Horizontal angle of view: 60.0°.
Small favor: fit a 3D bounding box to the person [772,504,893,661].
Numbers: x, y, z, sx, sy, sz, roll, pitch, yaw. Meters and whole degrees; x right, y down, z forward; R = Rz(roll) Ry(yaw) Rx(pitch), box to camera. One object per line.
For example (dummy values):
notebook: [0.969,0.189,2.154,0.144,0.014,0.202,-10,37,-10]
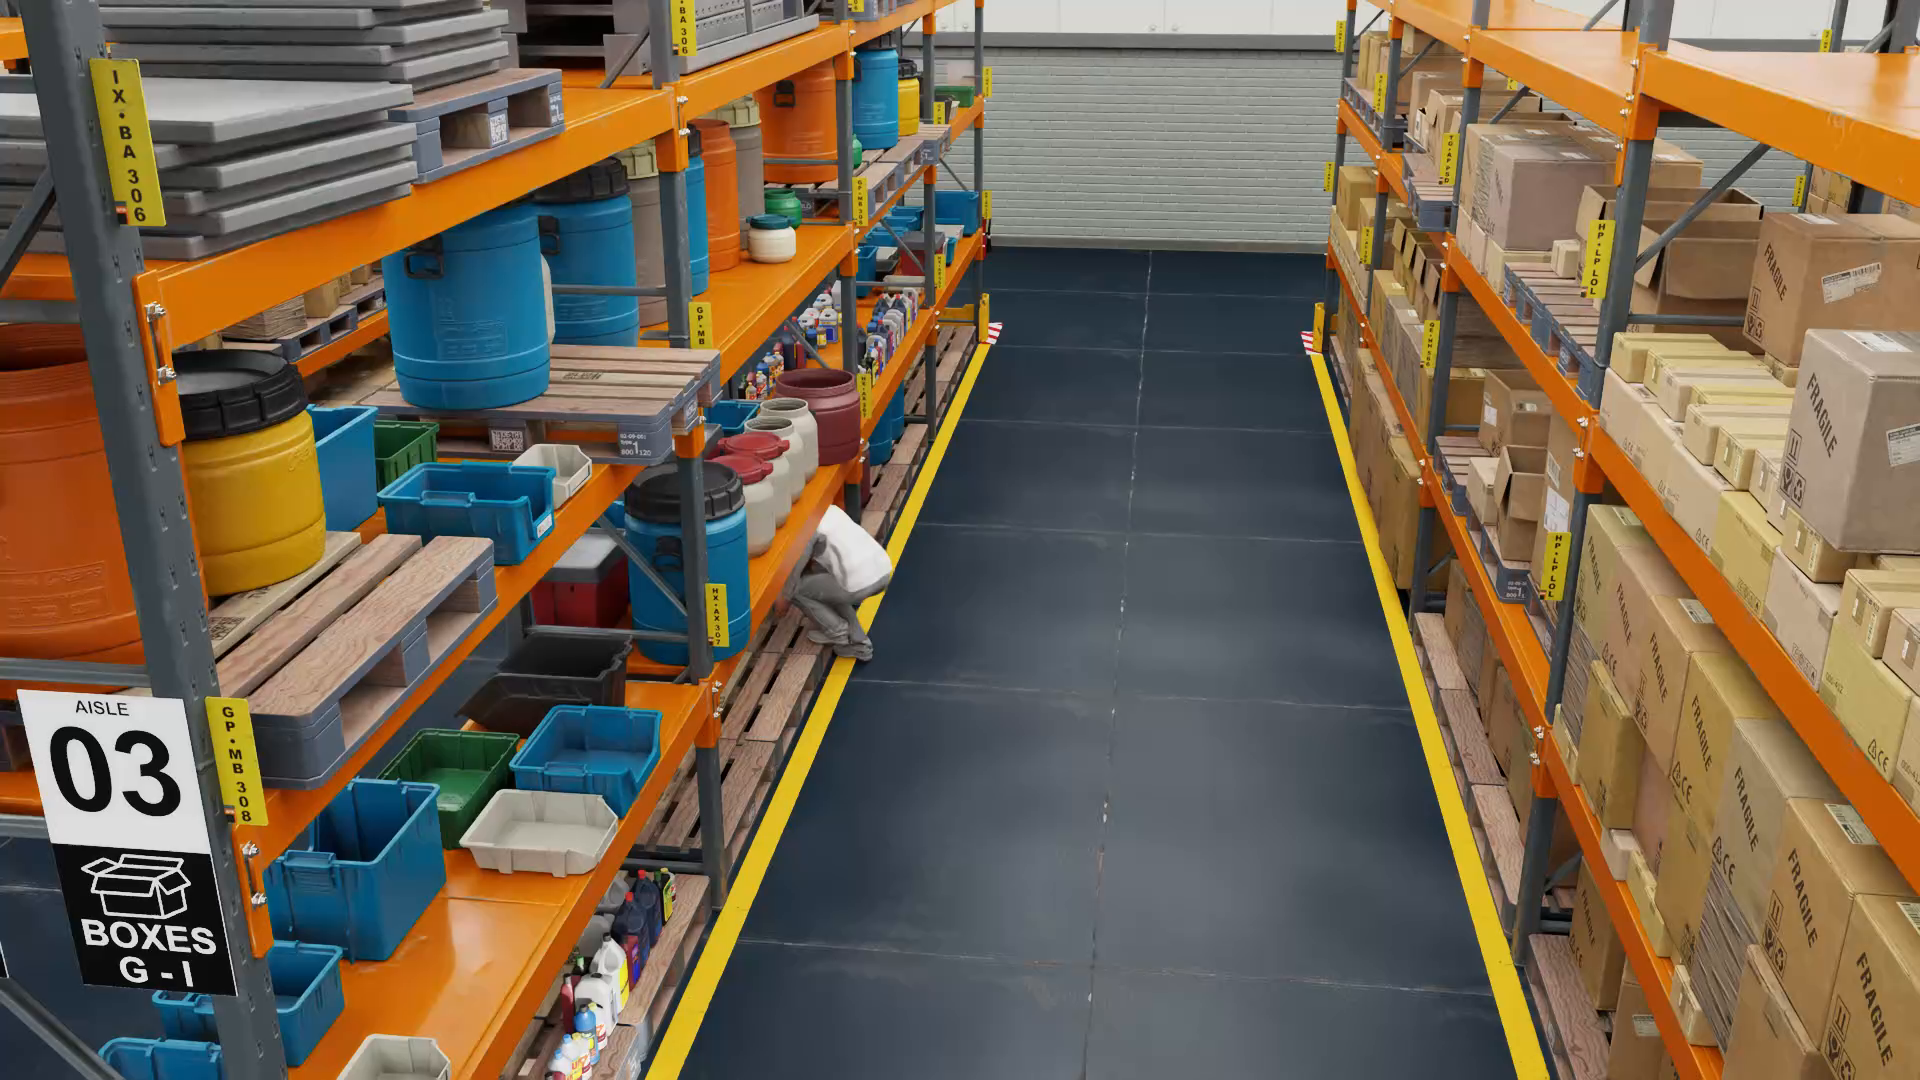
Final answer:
person: [-0.891,0.255,11.106,0.840,1.257,0.582,9,23,23]
